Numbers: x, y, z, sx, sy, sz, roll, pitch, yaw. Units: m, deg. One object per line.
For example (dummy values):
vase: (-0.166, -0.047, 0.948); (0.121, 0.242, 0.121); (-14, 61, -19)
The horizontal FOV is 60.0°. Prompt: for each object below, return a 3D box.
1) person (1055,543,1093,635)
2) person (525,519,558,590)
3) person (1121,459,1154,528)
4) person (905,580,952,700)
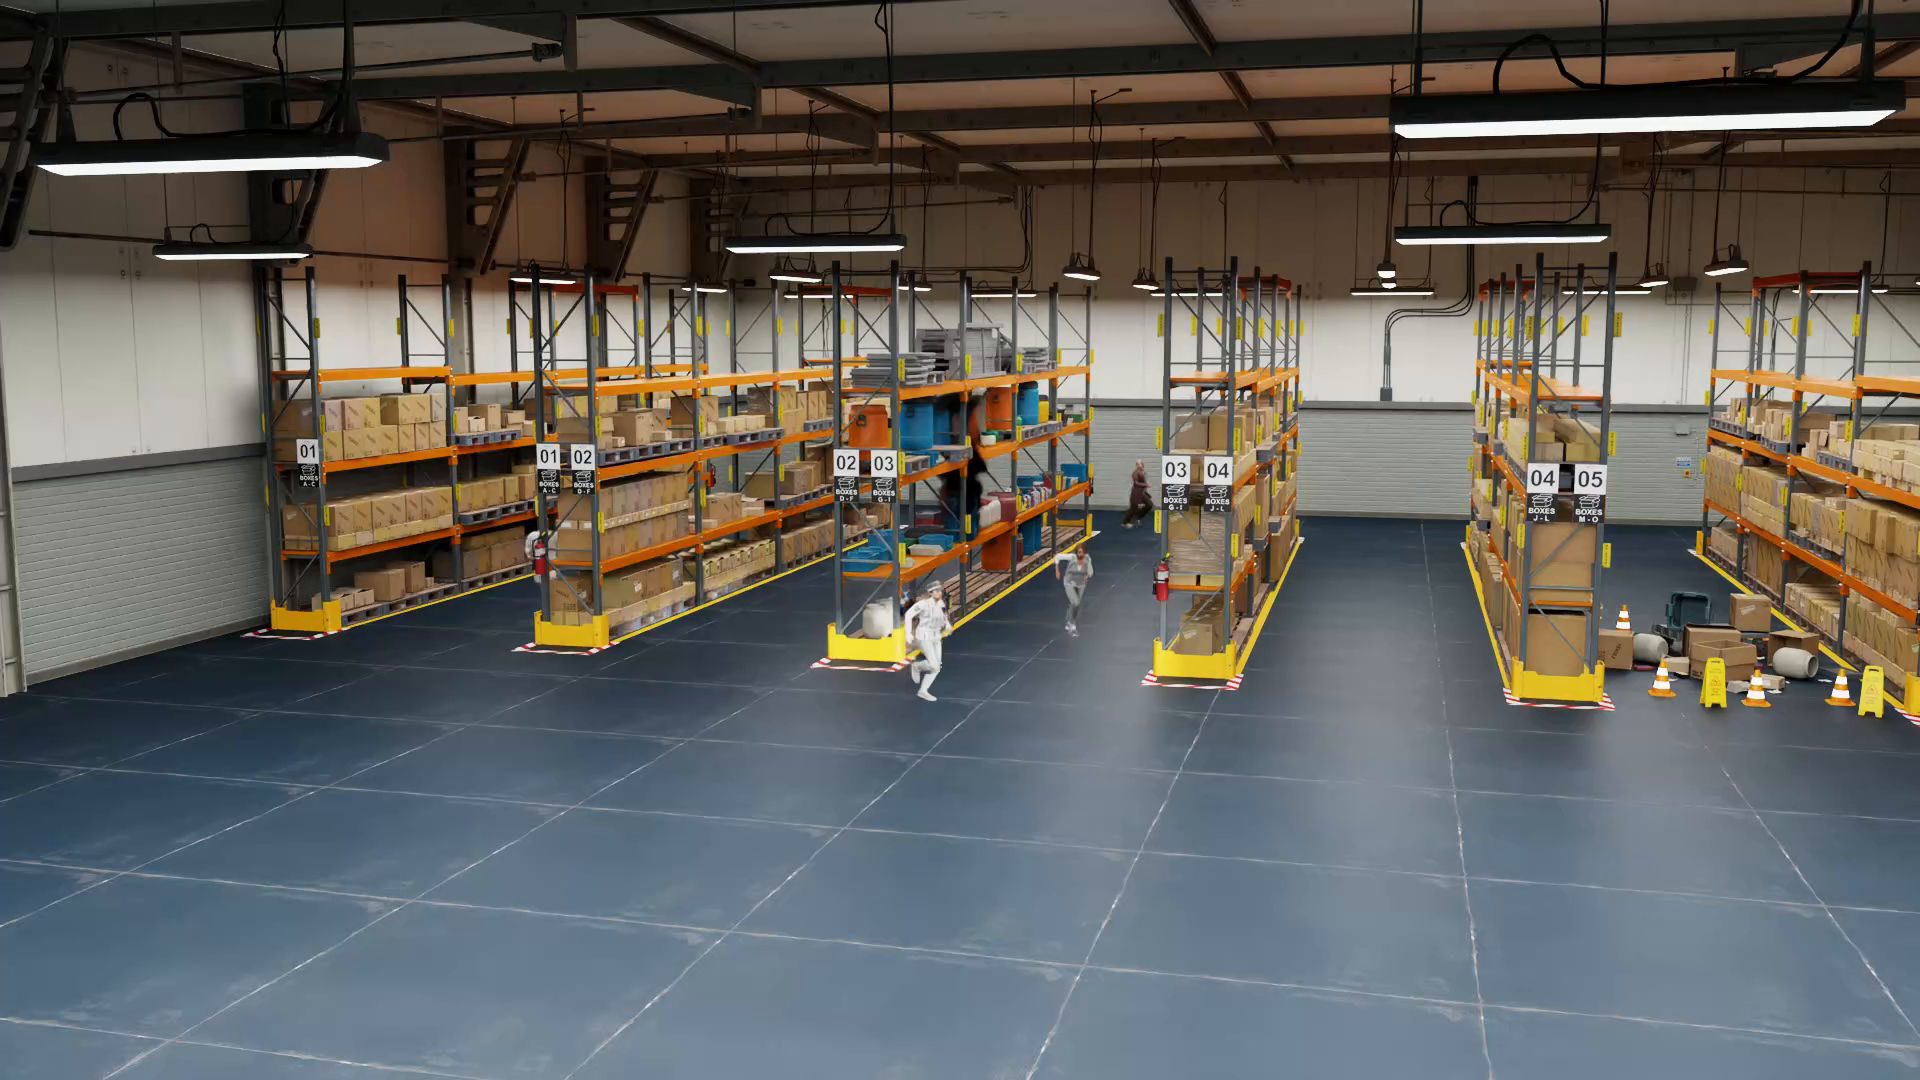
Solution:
person: (1.746, 0.752, 25.641); (0.570, 1.478, 0.867); (-2, 7, -12)
person: (-7.140, 0.509, 28.582); (0.640, 1.835, 0.908); (2, 7, 12)
person: (4.495, -1.164, 41.669); (0.896, 1.736, 0.731); (5, 9, 35)
person: (-0.400, 1.356, 22.523); (0.654, 1.647, 0.627); (-7, 10, -44)
